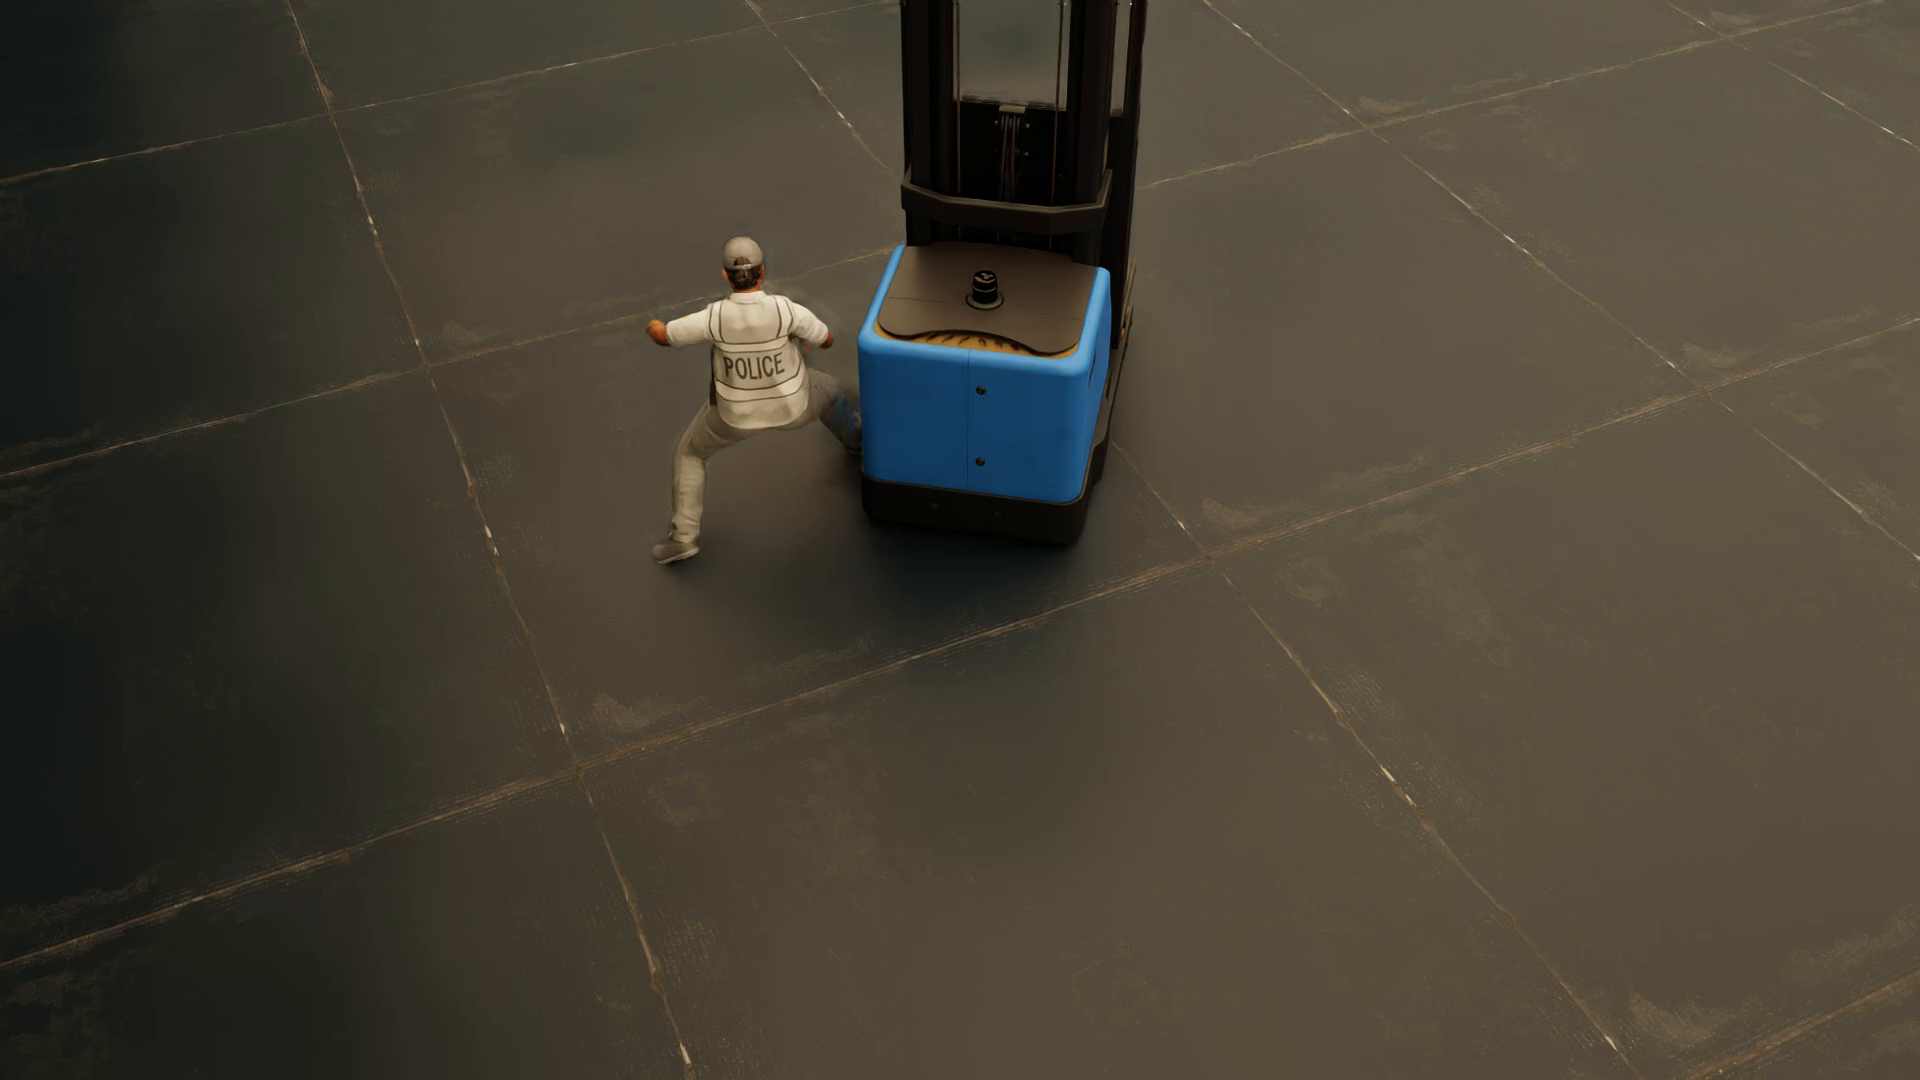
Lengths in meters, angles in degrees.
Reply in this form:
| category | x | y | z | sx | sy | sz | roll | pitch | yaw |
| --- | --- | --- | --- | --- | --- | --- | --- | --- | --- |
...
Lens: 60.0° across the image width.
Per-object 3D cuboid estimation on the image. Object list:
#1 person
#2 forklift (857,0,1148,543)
| category | x | y | z | sx | sy | sz | roll | pitch | yaw |
| --- | --- | --- | --- | --- | --- | --- | --- | --- | --- |
| person | -0.957 | -0.748 | 7.585 | 1.096 | 1.514 | 0.960 | -6 | 43 | -7 |
| forklift | 0.325 | -2.073 | 7.902 | 1.130 | 2.935 | 3.031 | 8 | 44 | 8 |
